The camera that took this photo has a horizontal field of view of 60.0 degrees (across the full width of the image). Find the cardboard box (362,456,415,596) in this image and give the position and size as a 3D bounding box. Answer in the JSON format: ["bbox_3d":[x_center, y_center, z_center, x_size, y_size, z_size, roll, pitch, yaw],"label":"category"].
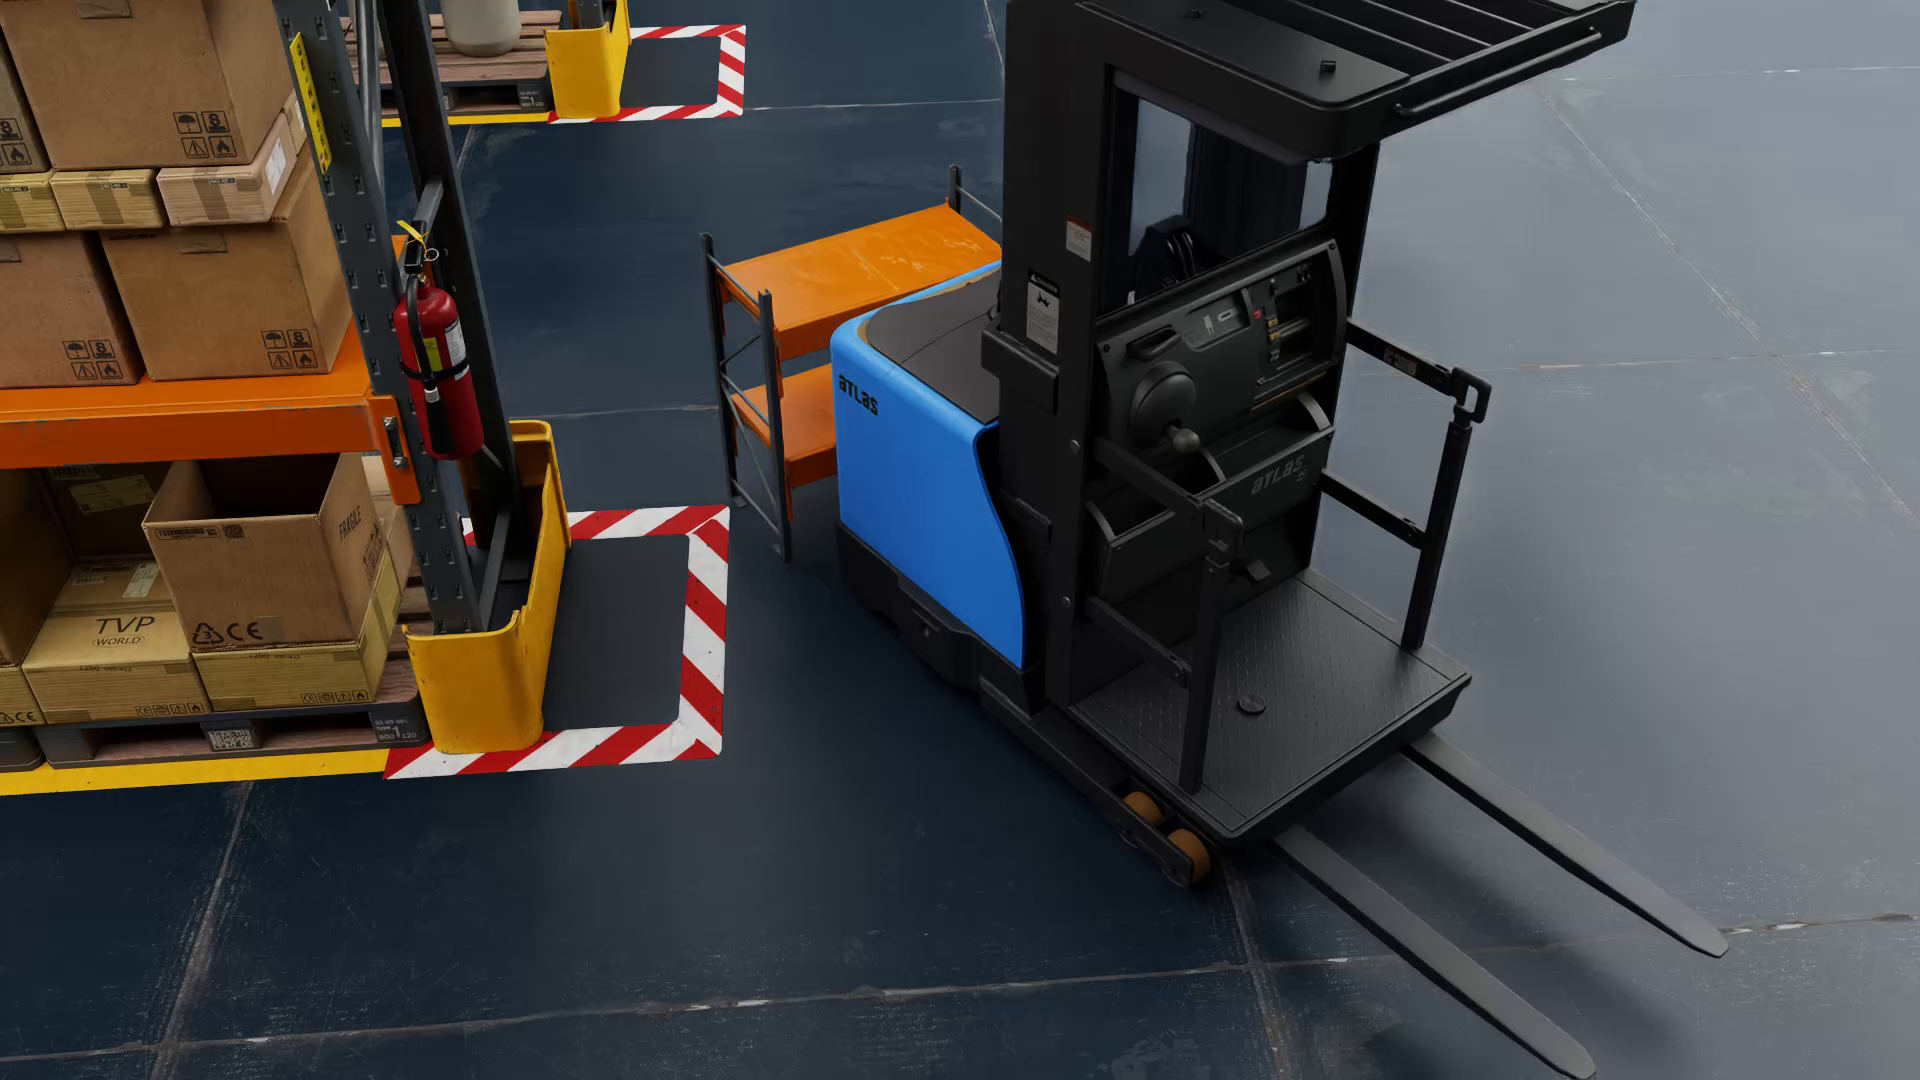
[{"bbox_3d":[-2.165,-0.042,5.763,0.500,0.250,0.500,-3,38,-4],"label":"cardboard box"}]

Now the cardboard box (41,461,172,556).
[{"bbox_3d":[-2.663,-0.308,5.494,0.500,0.500,0.500,-3,38,-4],"label":"cardboard box"}]

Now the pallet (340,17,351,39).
[{"bbox_3d":[-4.140,-2.671,9.465,1.213,0.211,1.003,-3,38,-4],"label":"pallet"}]

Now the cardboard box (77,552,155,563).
[{"bbox_3d":[-2.663,-0.013,5.725,0.500,0.250,0.500,-3,38,-4],"label":"cardboard box"}]

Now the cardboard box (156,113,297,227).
[{"bbox_3d":[-1.975,-1.005,4.497,0.250,0.149,0.380,-4,38,-5],"label":"cardboard box"}]

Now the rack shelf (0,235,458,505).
[{"bbox_3d":[-3.604,-0.457,4.988,4.000,0.370,1.077,-3,38,-4],"label":"rack shelf"}]

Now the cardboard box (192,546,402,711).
[{"bbox_3d":[-2.120,0.277,5.358,0.500,0.250,0.500,-3,38,-4],"label":"cardboard box"}]

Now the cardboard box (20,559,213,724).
[{"bbox_3d":[-2.617,0.312,5.314,0.500,0.250,0.500,-3,38,-4],"label":"cardboard box"}]

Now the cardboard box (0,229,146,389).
[{"bbox_3d":[-2.600,-0.839,4.811,0.500,0.500,0.700,-2,38,-3],"label":"cardboard box"}]

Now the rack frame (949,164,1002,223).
[{"bbox_3d":[0.102,-0.827,6.390,0.032,1.125,0.500,-21,43,-24],"label":"rack frame"}]

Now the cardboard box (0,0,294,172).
[{"bbox_3d":[-2.130,-1.377,4.446,0.500,0.500,0.700,-3,38,-4],"label":"cardboard box"}]

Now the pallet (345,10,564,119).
[{"bbox_3d":[-2.928,-2.736,9.548,1.213,0.211,1.003,-3,38,-4],"label":"pallet"}]

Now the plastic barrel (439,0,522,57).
[{"bbox_3d":[-2.695,-3.011,9.313,0.421,0.512,0.421,0,38,0],"label":"plastic barrel"}]

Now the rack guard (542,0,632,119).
[{"bbox_3d":[-2.118,-2.891,9.511,0.348,0.500,1.175,-3,38,-4],"label":"rack guard"}]

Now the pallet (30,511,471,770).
[{"bbox_3d":[-2.370,0.313,5.682,1.213,0.211,1.003,-3,38,-4],"label":"pallet"}]

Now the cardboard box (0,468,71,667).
[{"bbox_3d":[-3.114,0.048,5.043,0.500,0.500,0.500,-3,38,-4],"label":"cardboard box"}]

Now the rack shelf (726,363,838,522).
[{"bbox_3d":[-0.330,-0.469,6.331,1.000,0.278,0.538,-21,43,-24],"label":"rack shelf"}]

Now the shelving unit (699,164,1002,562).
[{"bbox_3d":[-0.330,-0.661,6.180,1.048,1.125,0.538,-21,43,-24],"label":"shelving unit"}]

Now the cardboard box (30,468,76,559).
[{"bbox_3d":[-3.160,-0.273,5.450,0.500,0.500,0.500,-3,38,-4],"label":"cardboard box"}]

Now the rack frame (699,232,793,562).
[{"bbox_3d":[-0.763,-0.496,5.970,0.032,1.125,0.500,-21,43,-24],"label":"rack frame"}]

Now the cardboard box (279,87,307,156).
[{"bbox_3d":[-2.022,-1.254,4.814,0.250,0.149,0.380,-3,38,-4],"label":"cardboard box"}]

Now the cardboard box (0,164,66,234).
[{"bbox_3d":[-2.491,-0.975,4.460,0.250,0.149,0.380,-4,38,-5],"label":"cardboard box"}]

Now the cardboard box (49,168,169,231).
[{"bbox_3d":[-2.236,-0.989,4.478,0.250,0.149,0.380,-2,38,-3],"label":"cardboard box"}]

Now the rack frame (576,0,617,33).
[{"bbox_3d":[-2.047,-3.906,8.778,0.127,3.000,1.000,-3,38,-4],"label":"rack frame"}]

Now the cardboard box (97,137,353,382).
[{"bbox_3d":[-2.078,-0.871,4.851,0.500,0.500,0.700,-3,38,-4],"label":"cardboard box"}]

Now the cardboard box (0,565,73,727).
[{"bbox_3d":[-3.114,0.340,5.278,0.500,0.250,0.500,-3,38,-4],"label":"cardboard box"}]

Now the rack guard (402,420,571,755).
[{"bbox_3d":[-1.588,0.131,5.681,0.348,0.500,1.175,-3,38,-4],"label":"rack guard"}]

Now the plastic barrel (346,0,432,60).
[{"bbox_3d":[-3.195,-2.983,9.278,0.421,0.512,0.421,0,38,0],"label":"plastic barrel"}]

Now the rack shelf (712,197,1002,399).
[{"bbox_3d":[-0.330,-0.891,5.999,1.000,0.278,0.538,-21,43,-24],"label":"rack shelf"}]

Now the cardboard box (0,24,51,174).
[{"bbox_3d":[-2.654,-1.345,4.405,0.500,0.500,0.700,-4,38,-5],"label":"cardboard box"}]

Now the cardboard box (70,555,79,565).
[{"bbox_3d":[-3.161,0.014,5.691,0.500,0.250,0.500,-3,38,-4],"label":"cardboard box"}]

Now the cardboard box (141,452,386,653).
[{"bbox_3d":[-2.119,-0.016,5.124,0.500,0.500,0.500,-3,38,-4],"label":"cardboard box"}]

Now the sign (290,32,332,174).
[{"bbox_3d":[-1.577,-1.061,4.047,0.005,0.325,0.100,-3,38,-4],"label":"sign"}]

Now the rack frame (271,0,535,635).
[{"bbox_3d":[-1.612,-0.849,4.905,0.127,3.000,1.000,-3,38,-4],"label":"rack frame"}]

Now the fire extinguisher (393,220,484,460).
[{"bbox_3d":[-1.453,-0.539,4.574,0.183,0.674,0.296,-3,38,-4],"label":"fire extinguisher"}]

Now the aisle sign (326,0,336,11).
[{"bbox_3d":[-1.520,-1.692,3.874,0.004,0.787,0.394,-3,38,-4],"label":"aisle sign"}]

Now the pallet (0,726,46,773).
[{"bbox_3d":[-3.582,0.378,5.600,1.213,0.211,1.003,-3,38,-4],"label":"pallet"}]

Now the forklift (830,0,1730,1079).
[{"bbox_3d":[0.876,-0.476,4.487,1.130,2.935,3.031,-26,45,-29],"label":"forklift"}]
